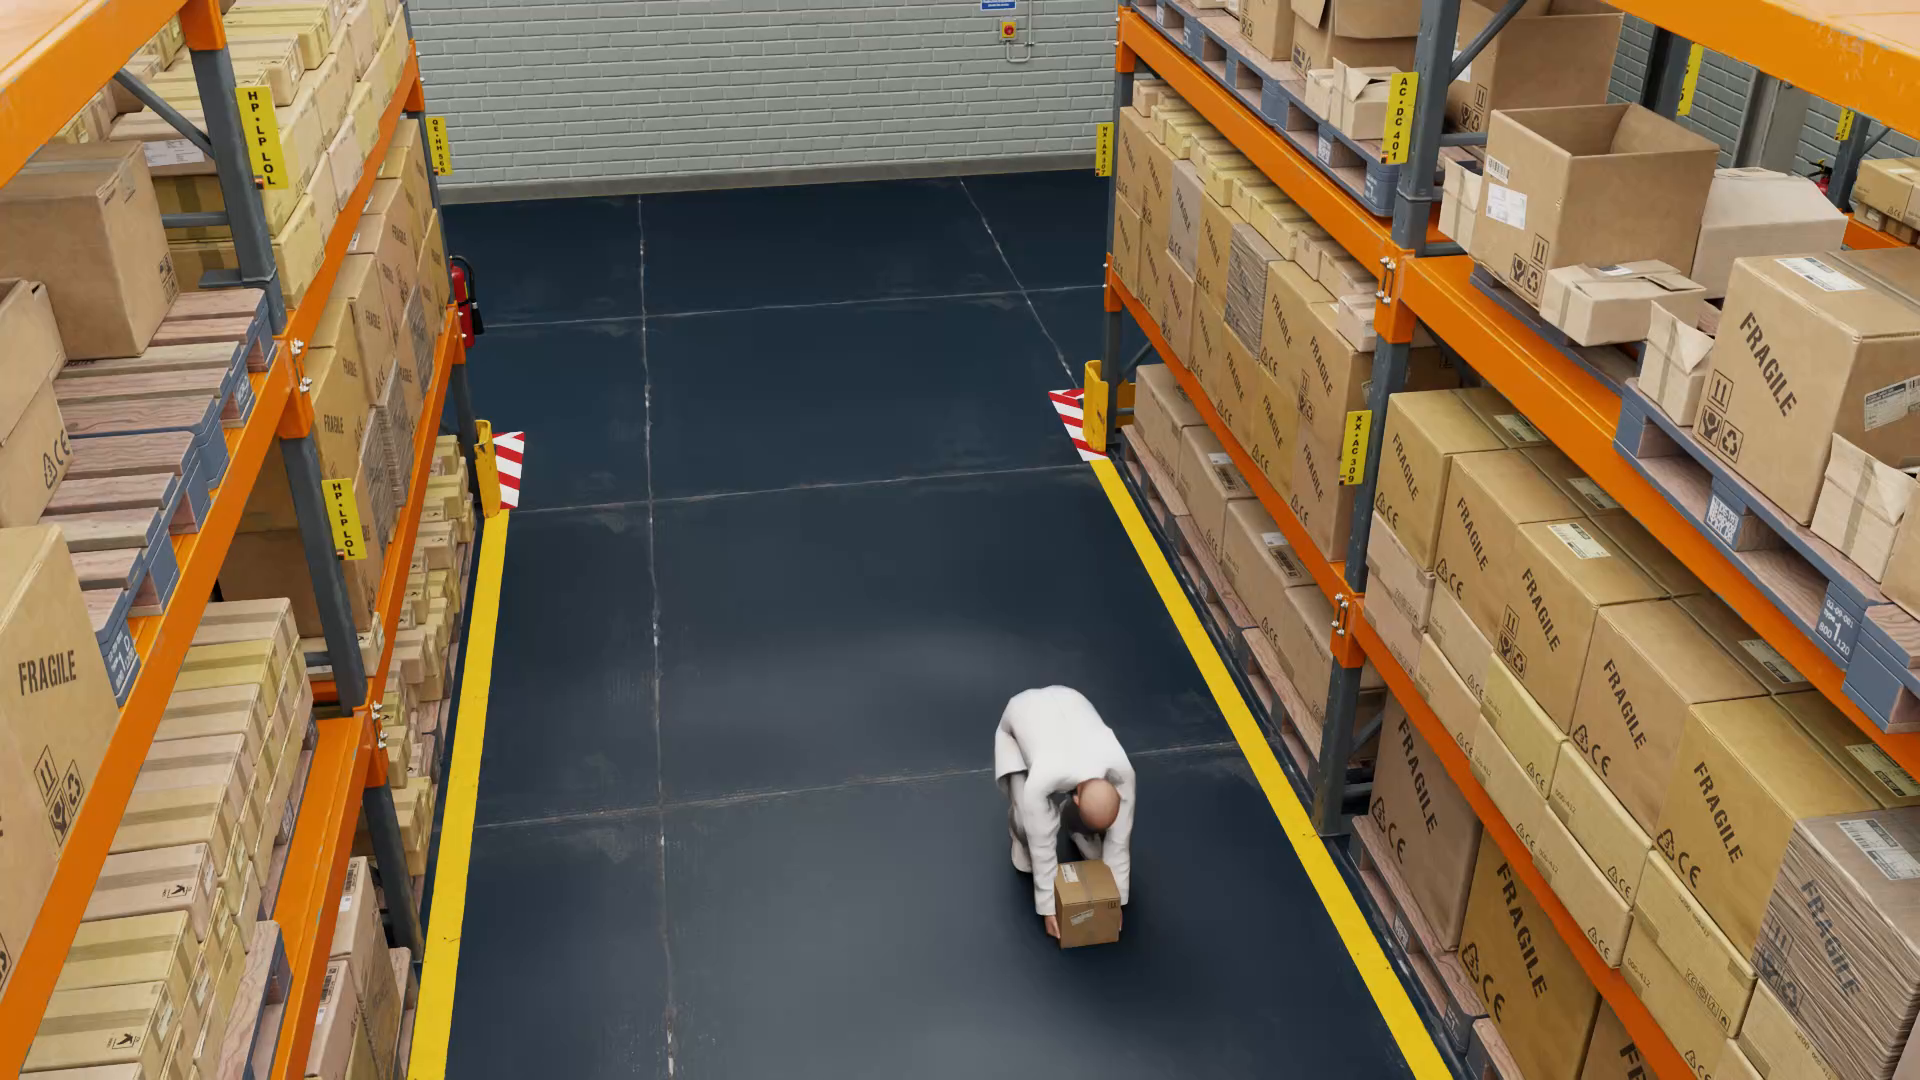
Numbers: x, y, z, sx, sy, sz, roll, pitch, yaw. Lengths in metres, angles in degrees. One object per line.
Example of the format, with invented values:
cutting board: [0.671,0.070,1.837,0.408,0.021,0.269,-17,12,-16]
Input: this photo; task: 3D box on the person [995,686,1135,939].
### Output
person: [0.453,1.126,7.202,0.582,0.835,0.949,-6,31,-10]
